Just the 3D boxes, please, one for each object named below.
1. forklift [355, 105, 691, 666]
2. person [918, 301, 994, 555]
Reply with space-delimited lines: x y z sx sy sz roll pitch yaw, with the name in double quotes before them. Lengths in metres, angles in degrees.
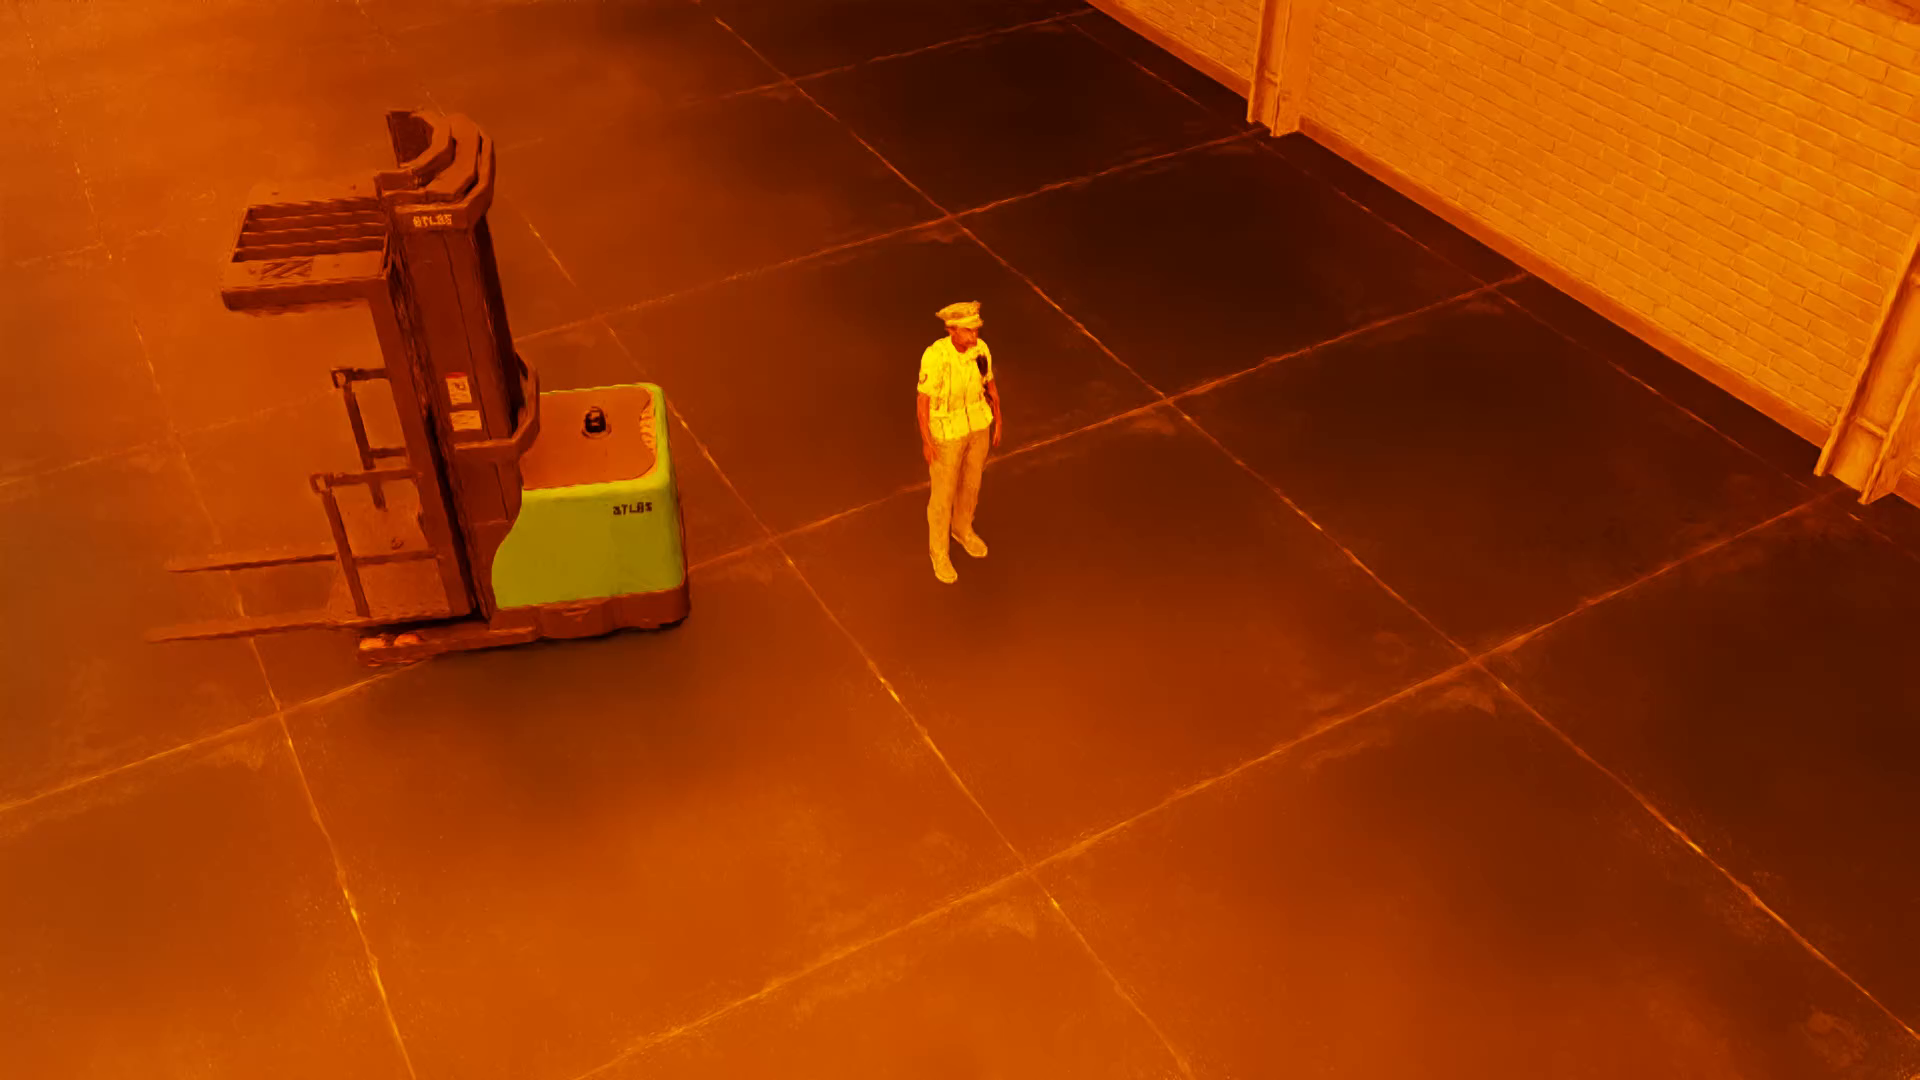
"forklift" -3.143 -0.775 8.971 3.031 2.935 1.130 -6 40 -8
"person" -0.005 -0.676 9.756 0.512 1.629 0.393 -20 44 -23
